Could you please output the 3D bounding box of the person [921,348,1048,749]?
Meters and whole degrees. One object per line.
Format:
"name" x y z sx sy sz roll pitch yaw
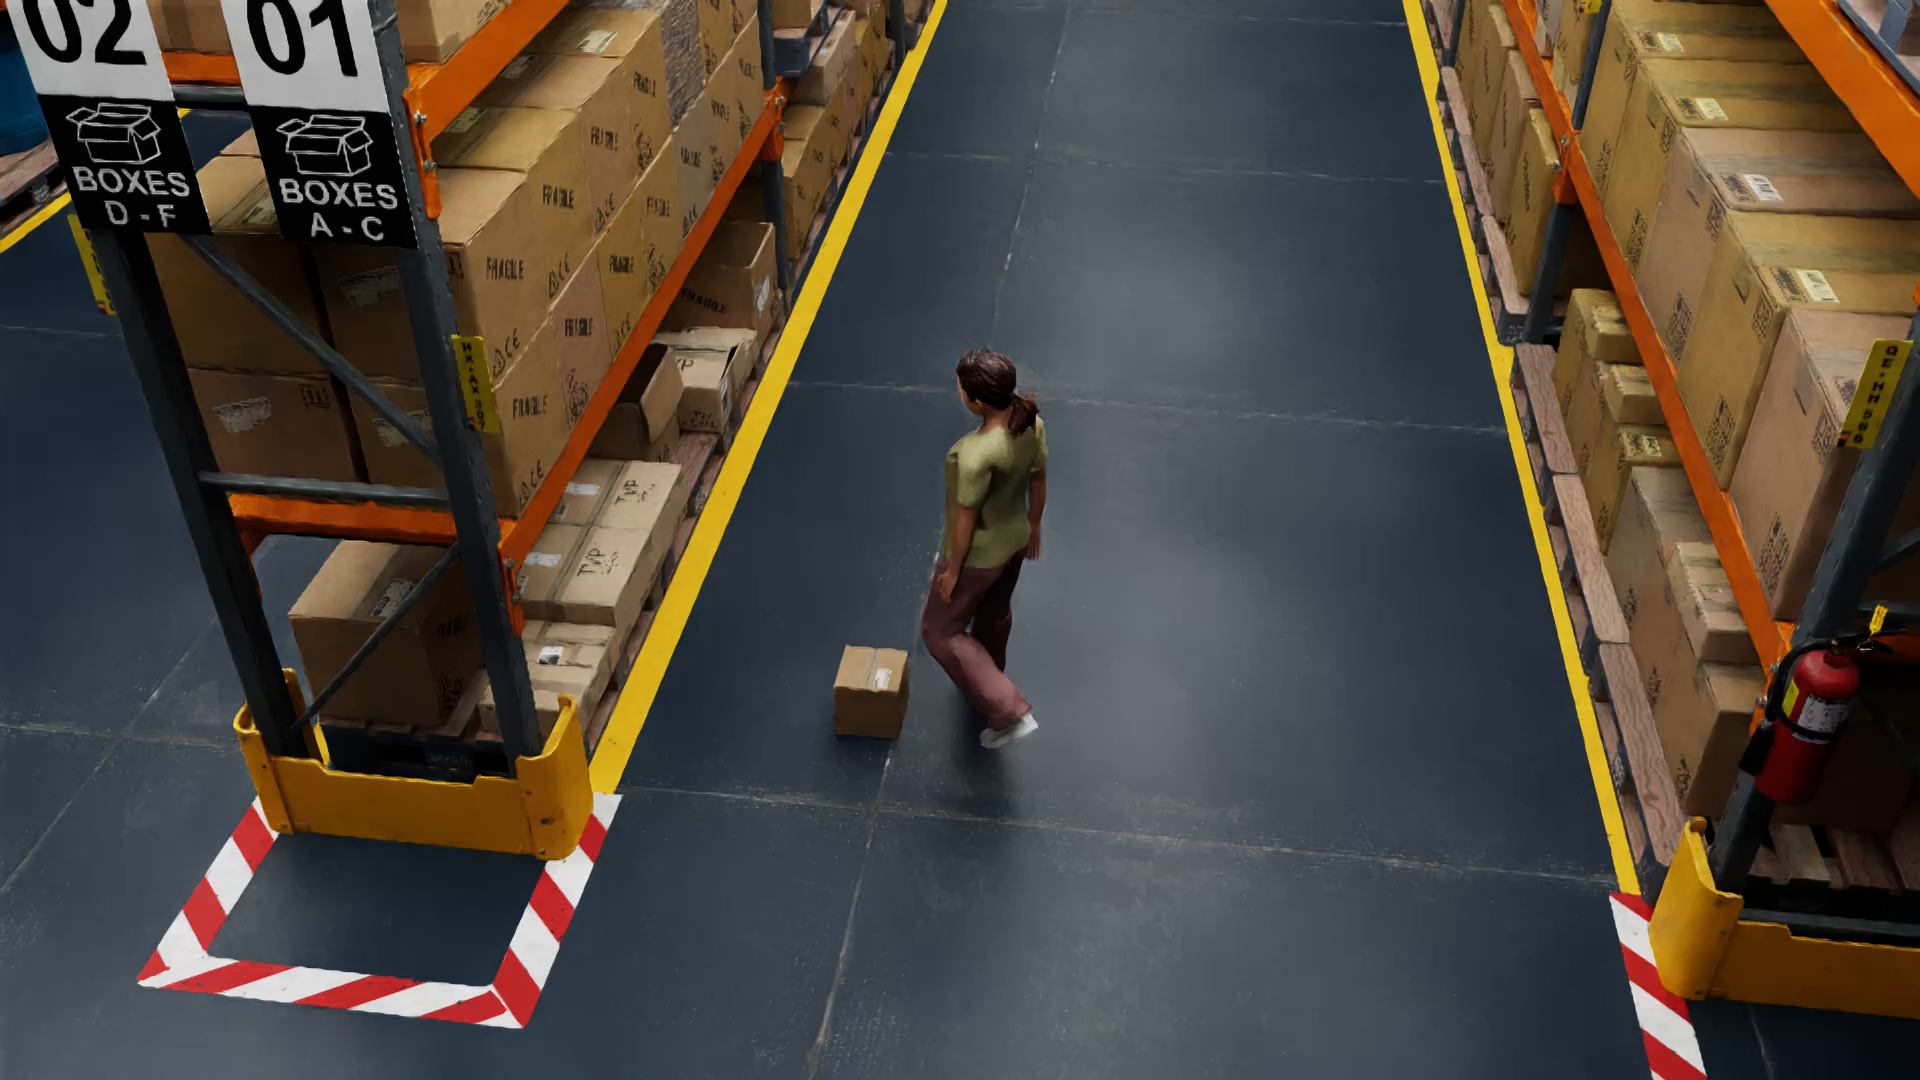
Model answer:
"person" 0.101 0.034 6.108 0.682 1.668 0.495 23 42 28
